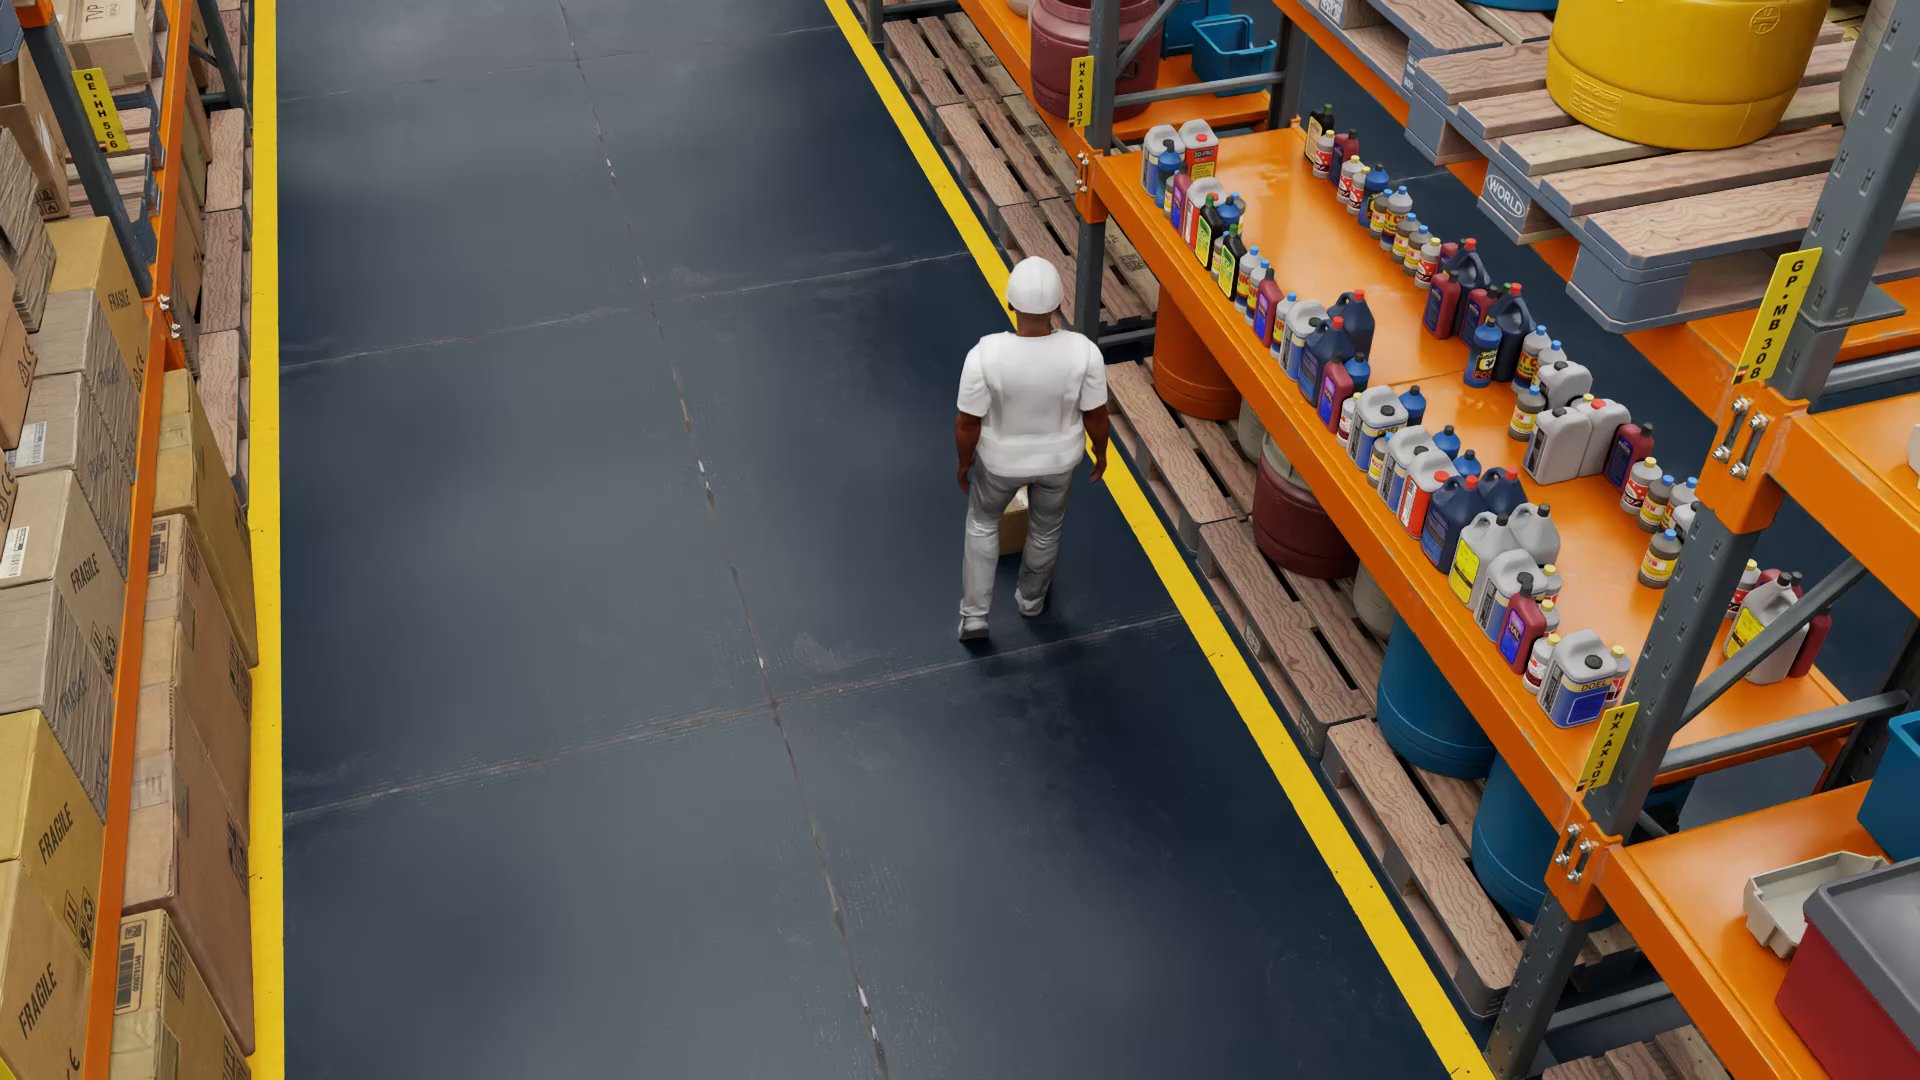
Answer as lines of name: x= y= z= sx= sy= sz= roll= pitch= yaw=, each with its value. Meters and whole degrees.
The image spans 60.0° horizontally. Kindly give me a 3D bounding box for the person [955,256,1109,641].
person: x=0.280 y=-0.339 z=6.533 sx=0.600 sy=1.791 sz=0.525 roll=0 pitch=42 yaw=0
